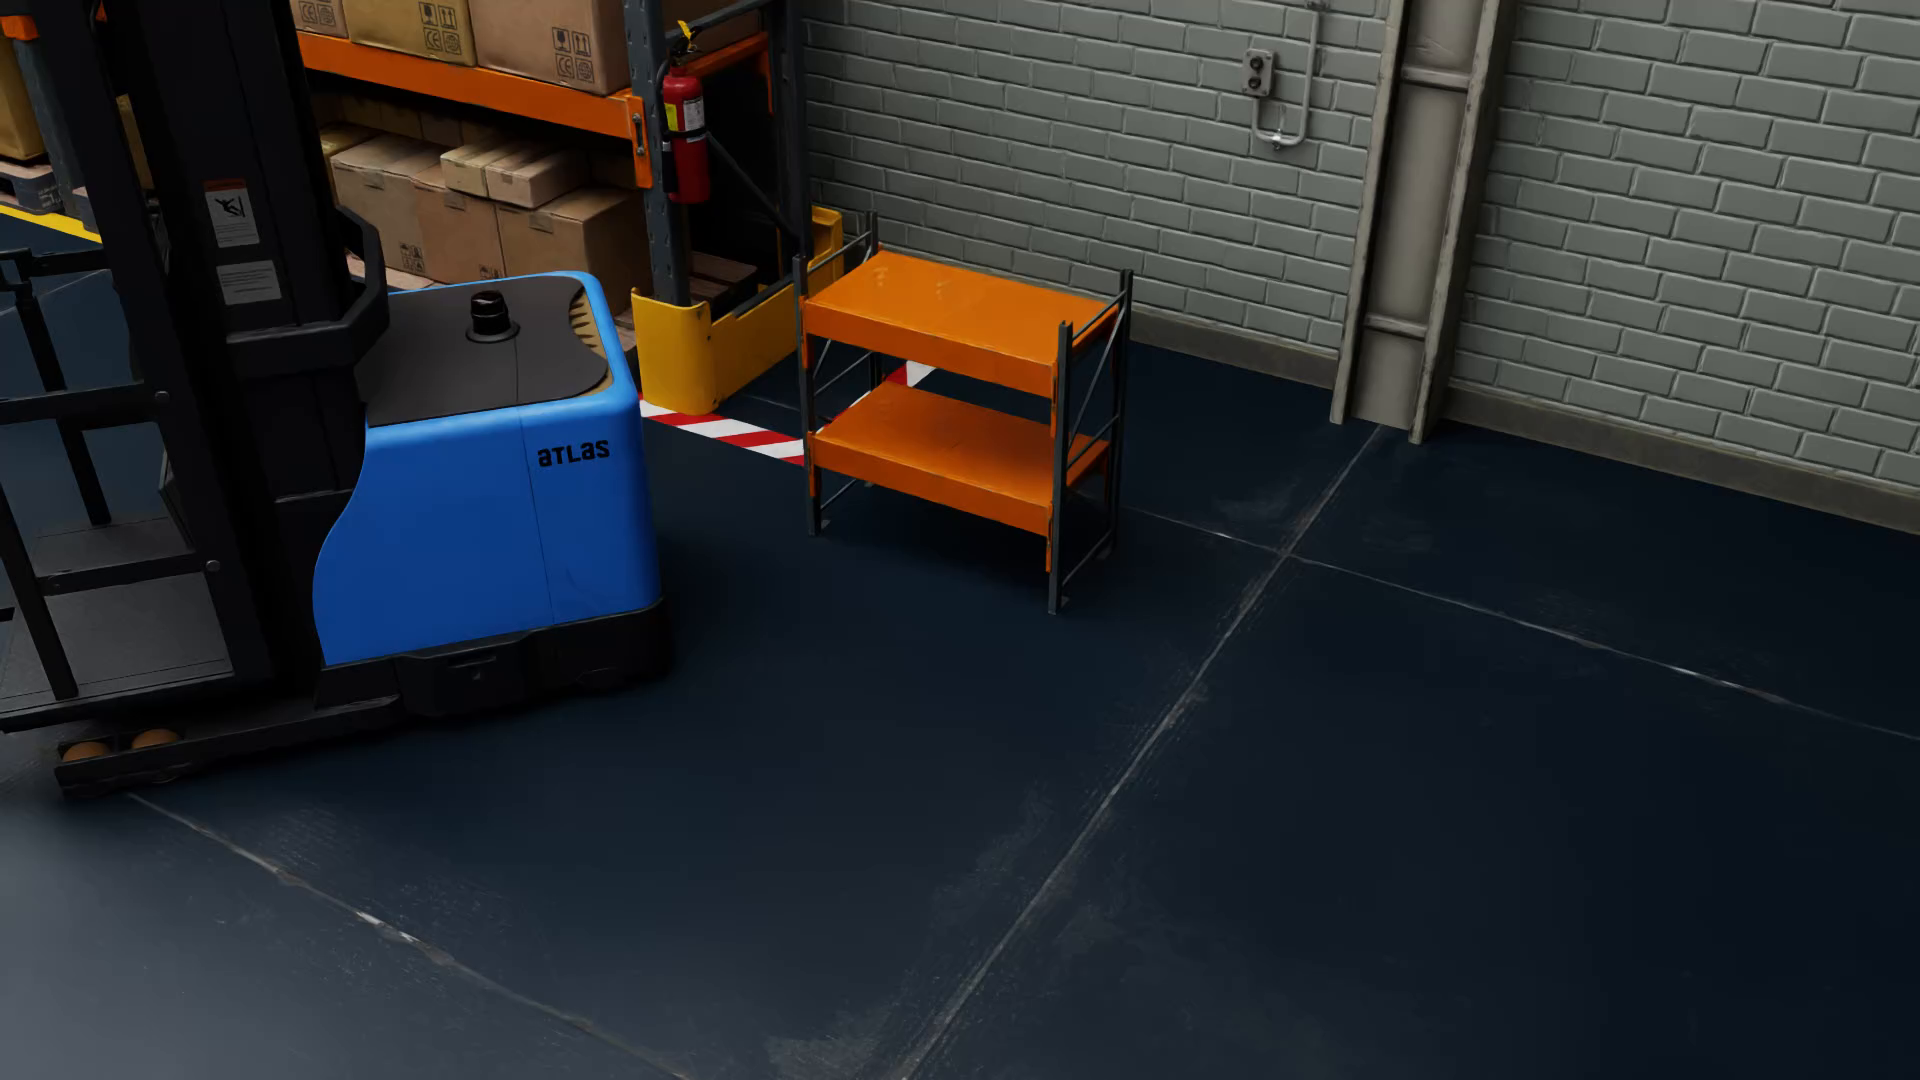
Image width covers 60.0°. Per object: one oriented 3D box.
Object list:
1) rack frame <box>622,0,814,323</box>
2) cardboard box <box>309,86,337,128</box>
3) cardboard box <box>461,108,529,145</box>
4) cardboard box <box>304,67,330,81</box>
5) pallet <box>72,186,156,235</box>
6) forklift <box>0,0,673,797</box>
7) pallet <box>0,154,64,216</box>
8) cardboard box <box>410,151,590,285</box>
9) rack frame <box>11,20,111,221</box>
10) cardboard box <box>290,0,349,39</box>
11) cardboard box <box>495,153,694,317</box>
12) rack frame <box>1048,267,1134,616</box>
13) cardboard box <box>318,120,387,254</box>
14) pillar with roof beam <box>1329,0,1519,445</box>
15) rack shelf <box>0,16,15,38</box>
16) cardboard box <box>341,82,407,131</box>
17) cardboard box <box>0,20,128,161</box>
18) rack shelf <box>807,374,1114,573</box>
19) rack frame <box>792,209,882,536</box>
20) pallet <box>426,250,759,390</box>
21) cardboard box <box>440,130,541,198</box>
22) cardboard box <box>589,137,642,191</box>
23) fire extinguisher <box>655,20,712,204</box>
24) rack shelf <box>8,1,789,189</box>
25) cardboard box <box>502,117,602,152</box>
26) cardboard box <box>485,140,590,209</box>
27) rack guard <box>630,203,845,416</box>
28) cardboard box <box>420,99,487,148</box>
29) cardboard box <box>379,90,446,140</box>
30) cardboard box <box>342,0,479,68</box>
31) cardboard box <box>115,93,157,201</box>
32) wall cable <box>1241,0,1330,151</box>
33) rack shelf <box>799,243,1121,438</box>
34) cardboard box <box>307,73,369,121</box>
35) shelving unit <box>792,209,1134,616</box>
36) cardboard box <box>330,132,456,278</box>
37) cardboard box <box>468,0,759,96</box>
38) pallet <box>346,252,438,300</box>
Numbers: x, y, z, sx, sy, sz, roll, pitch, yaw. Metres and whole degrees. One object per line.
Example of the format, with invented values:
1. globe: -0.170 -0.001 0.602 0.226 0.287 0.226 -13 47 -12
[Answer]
1. rack frame: -0.972 -2.093 6.687 0.127 3.000 1.000 18 37 24
2. cardboard box: -3.187 -2.017 7.864 0.250 0.149 0.380 16 37 23
3. cardboard box: -2.079 -1.912 7.706 0.250 0.149 0.380 18 38 25
4. cardboard box: -3.187 -2.262 8.232 0.250 0.149 0.380 16 37 23
5. pallet: -3.824 -1.786 8.742 1.213 0.211 1.003 18 37 24
6. forklift: -2.535 -0.766 4.756 3.031 2.935 1.130 -10 35 -15
7. pallet: -5.153 -2.209 9.376 1.213 0.211 1.003 18 37 24
8. cardboard box: -2.064 -1.510 7.687 0.500 0.500 0.700 17 37 24
9. rack frame: -4.445 -3.193 8.339 0.127 3.000 1.000 18 37 24
10. cardboard box: -2.715 -2.763 7.422 0.700 0.700 0.980 16 37 22
11. cardboard box: -1.630 -1.372 7.481 0.500 0.500 0.700 18 37 24
12. rack frame: 0.447 -0.327 5.725 0.032 1.125 0.500 18 37 24
13. cardboard box: -2.968 -1.791 8.109 0.500 0.500 0.700 18 38 25
14. pillar with roof beam: -0.335 -2.192 1.424 0.400 9.000 9.100 18 37 24
15. rack shelf: -6.182 -3.444 9.365 4.000 0.370 1.077 18 37 24
16. cardboard box: -2.743 -2.122 8.021 0.250 0.149 0.380 17 37 24
17. cardboard box: -5.074 -2.590 8.993 0.750 0.750 0.750 18 38 25
18. rack shelf: 0.006 -0.263 6.071 1.000 0.278 0.538 18 37 24
19. rack frame: -0.435 -0.606 6.145 0.032 1.125 0.500 18 37 24
20. pallet: -1.705 -1.115 7.734 1.213 0.211 1.003 18 37 24
21. cardboard box: -2.054 -1.660 7.327 0.250 0.149 0.380 19 38 26
22. cardboard box: -1.422 -1.704 7.394 0.250 0.149 0.380 18 38 25
23. fire extinguisher: -1.070 -1.642 6.416 0.183 0.674 0.296 18 37 24
24. rack shelf: -2.709 -2.344 7.713 4.000 0.370 1.077 18 37 24
25. cardboard box: -1.862 -1.843 7.602 0.250 0.149 0.380 18 38 25
26. cardboard box: -1.832 -1.590 7.222 0.250 0.149 0.380 17 37 24
27. rack guard: -0.951 -1.046 7.370 0.348 0.500 1.175 18 37 24
28. cardboard box: -2.300 -1.982 7.811 0.250 0.149 0.380 18 38 25
29. cardboard box: -2.524 -2.052 7.916 0.250 0.149 0.380 18 38 25
30. cardboard box: -2.057 -2.548 7.100 0.700 0.700 0.980 17 37 24
31. cardboard box: -3.847 -2.073 8.533 0.500 0.500 0.700 18 38 25
32. wall cable: 0.609 -2.619 6.561 1.851 1.984 0.084 18 37 24
33. rack shelf: 0.006 -0.710 5.773 1.000 0.278 0.538 18 37 24
34. cardboard box: -2.968 -2.192 8.127 0.250 0.149 0.380 18 38 25
35. shelving unit: 0.006 -0.466 5.935 1.048 1.125 0.538 18 37 24
36. cardboard box: -2.501 -1.648 7.894 0.500 0.500 0.700 16 37 23
37. cardboard box: -1.420 -2.354 6.808 0.700 0.700 0.980 19 38 26
38. pallet: -2.760 -1.451 8.239 1.213 0.211 1.003 18 37 24
